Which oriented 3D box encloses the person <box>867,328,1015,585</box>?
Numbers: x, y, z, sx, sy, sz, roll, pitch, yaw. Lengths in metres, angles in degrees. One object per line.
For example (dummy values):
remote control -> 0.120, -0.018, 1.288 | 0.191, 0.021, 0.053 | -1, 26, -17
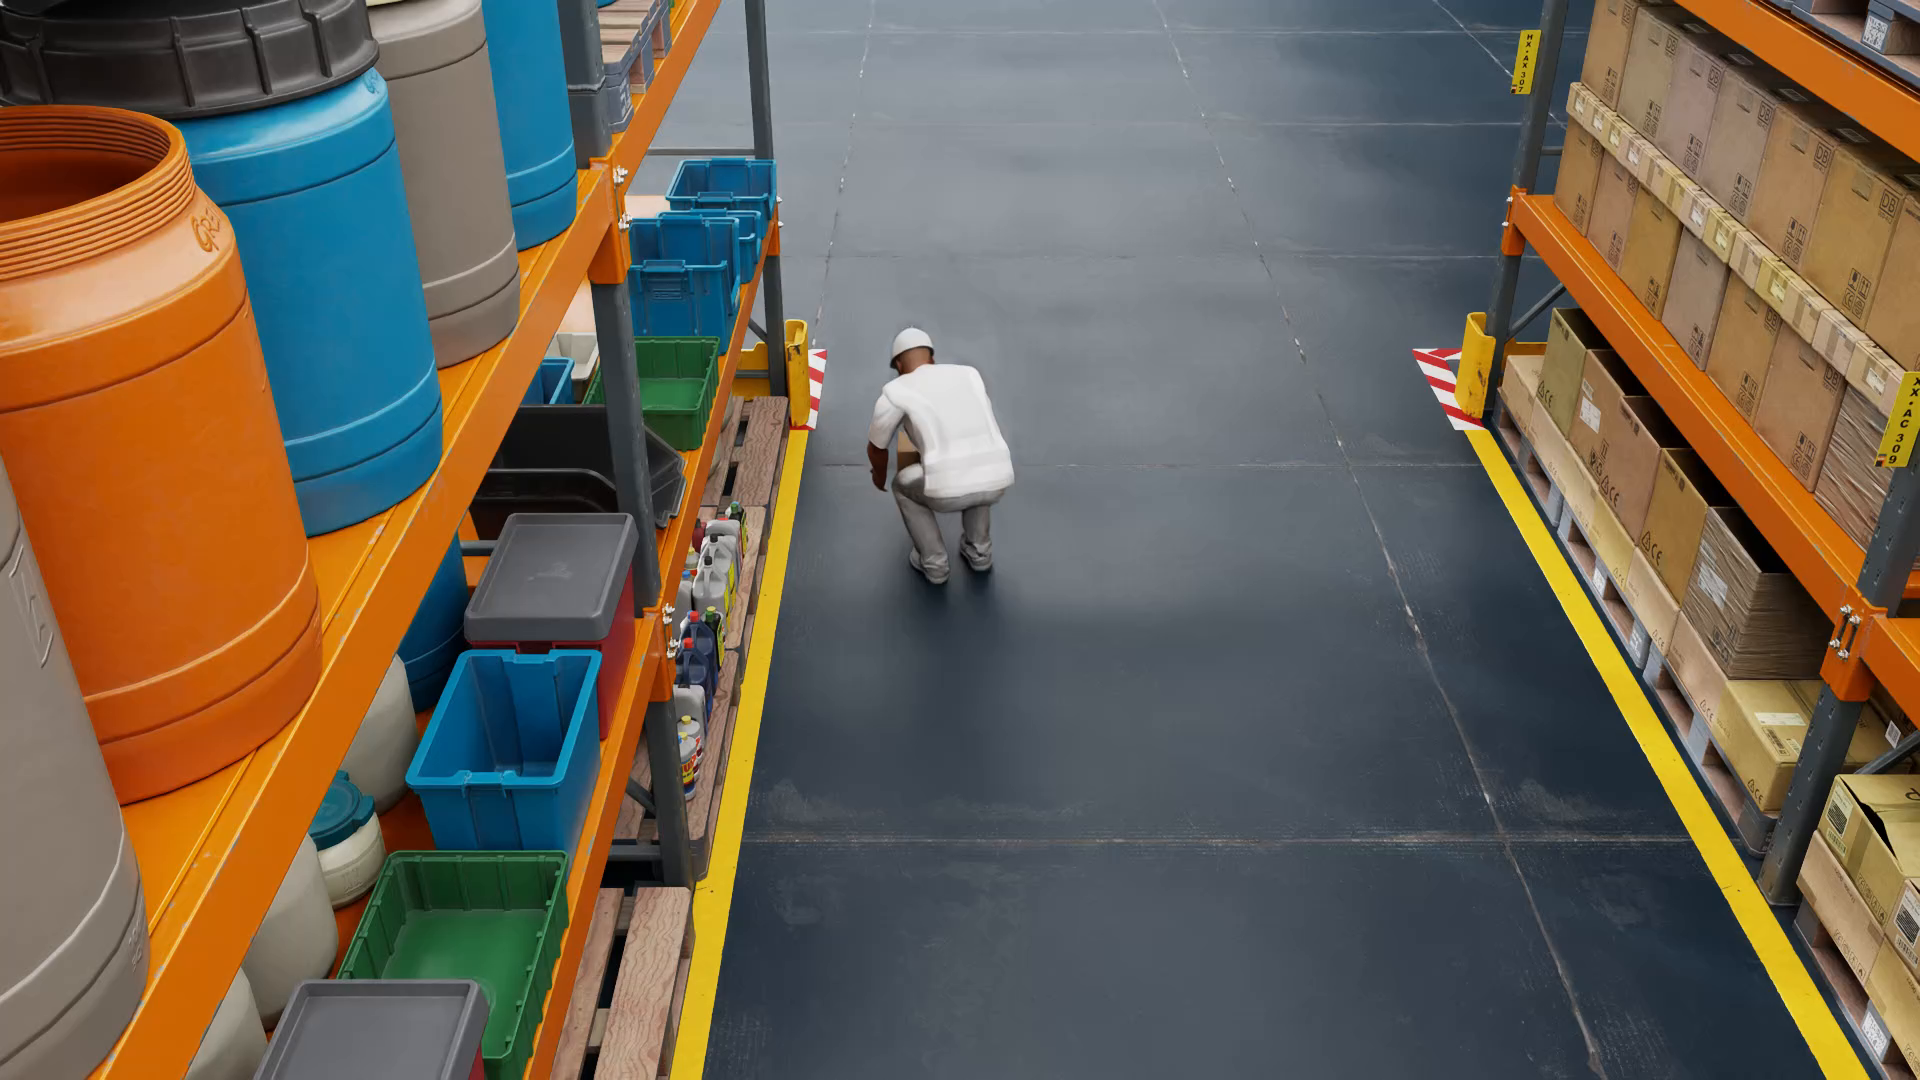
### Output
person -> -0.103, -0.379, 7.888 | 0.598, 1.090, 0.862 | -10, 33, -17
